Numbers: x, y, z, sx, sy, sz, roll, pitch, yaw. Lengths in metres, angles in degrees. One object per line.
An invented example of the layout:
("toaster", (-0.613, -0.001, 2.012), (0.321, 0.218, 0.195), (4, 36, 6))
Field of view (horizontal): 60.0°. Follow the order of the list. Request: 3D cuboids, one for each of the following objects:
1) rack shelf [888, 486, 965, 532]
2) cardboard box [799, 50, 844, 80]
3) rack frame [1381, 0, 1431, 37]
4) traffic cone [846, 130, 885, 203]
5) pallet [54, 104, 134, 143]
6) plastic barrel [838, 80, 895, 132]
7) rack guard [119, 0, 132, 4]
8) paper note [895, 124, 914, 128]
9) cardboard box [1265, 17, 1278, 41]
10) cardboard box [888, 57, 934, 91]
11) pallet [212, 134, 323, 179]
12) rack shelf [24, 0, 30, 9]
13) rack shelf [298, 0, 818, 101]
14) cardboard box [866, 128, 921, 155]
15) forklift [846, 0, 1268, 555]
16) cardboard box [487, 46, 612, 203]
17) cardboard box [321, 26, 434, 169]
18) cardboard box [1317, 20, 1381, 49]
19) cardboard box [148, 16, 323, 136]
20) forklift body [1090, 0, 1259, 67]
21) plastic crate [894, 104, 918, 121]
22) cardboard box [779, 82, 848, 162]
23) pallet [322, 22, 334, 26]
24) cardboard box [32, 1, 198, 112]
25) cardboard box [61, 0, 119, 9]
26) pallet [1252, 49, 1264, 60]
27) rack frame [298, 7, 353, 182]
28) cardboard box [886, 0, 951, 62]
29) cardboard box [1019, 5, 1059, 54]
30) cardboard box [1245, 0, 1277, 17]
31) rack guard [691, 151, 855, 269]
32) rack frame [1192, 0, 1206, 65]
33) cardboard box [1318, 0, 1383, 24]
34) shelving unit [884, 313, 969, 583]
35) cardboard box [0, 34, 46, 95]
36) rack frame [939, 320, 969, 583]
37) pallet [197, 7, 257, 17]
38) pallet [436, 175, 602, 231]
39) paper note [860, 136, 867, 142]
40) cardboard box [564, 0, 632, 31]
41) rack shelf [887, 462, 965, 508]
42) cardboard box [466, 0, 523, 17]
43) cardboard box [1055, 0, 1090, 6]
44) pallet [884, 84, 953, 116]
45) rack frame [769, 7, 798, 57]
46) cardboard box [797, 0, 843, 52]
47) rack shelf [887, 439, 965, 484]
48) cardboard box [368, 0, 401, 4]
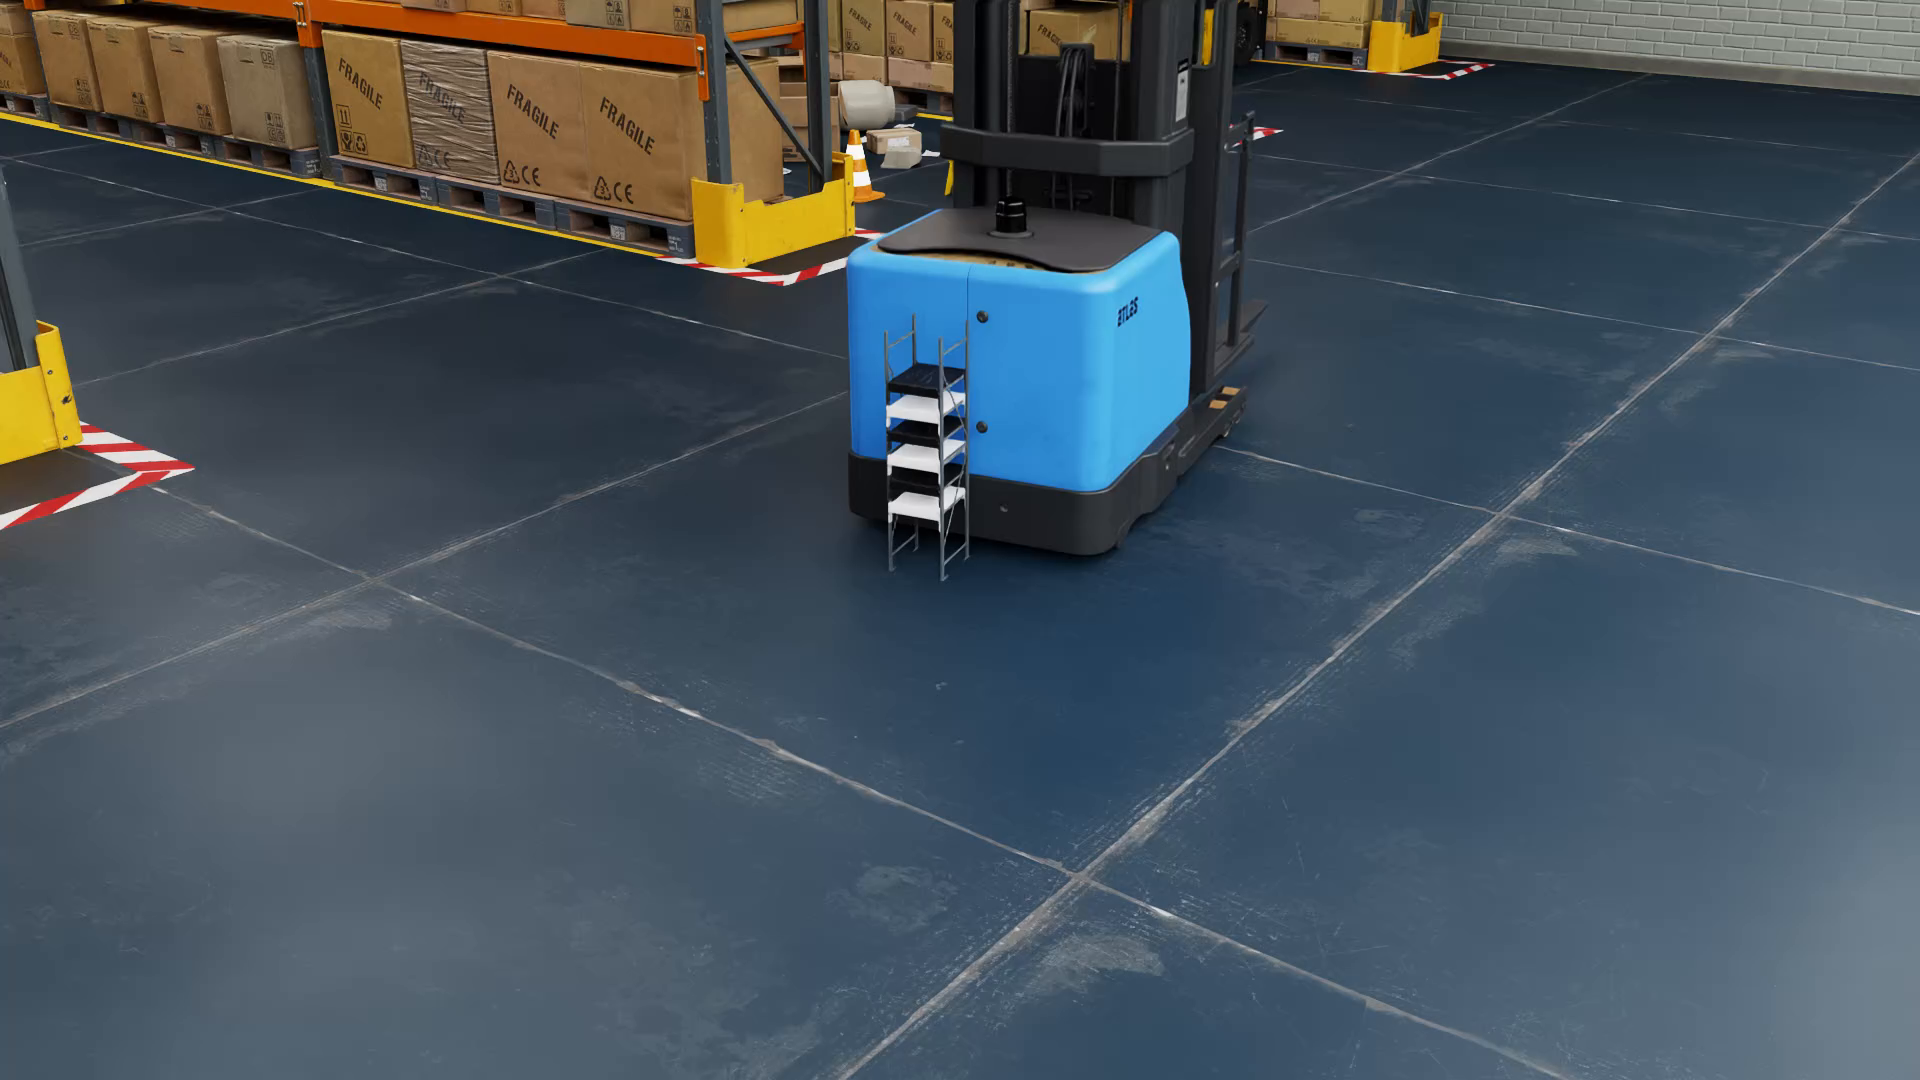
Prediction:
("rack shelf", (-0.111, -0.127, 5.950), (0.200, 0.077, 0.258), (10, 26, 22))
("cardboard box", (-1.161, -4.508, 15.650), (0.500, 0.250, 0.500), (15, 28, 31))
("rack frame", (4.704, -6.439, 17.143), (0.127, 3.000, 1.000), (17, 29, 33))
("traffic cone", (-0.731, -2.640, 11.669), (0.334, 0.463, 0.336), (17, 29, 33))
("pallet", (-6.974, -3.658, 14.291), (1.213, 0.211, 1.003), (17, 29, 33))
("plastic barrel", (-0.831, -3.668, 14.050), (0.512, 0.421, 0.421), (-5, 24, -12))
("rack guard", (-11.092, -7.567, 22.805), (0.348, 0.500, 1.175), (17, 29, 33))
("paper note", (-0.479, -3.573, 14.322), (0.148, 0.019, 0.142), (7, 25, 15))
("cardboard box", (3.351, -5.631, 18.200), (0.500, 0.250, 0.500), (17, 29, 34))
("cardboard box", (-0.301, -4.255, 15.076), (0.500, 0.250, 0.500), (16, 29, 33))
("pallet", (-5.021, -3.068, 12.952), (1.213, 0.211, 1.003), (17, 29, 33))
("rack shelf", (-9.160, -5.304, 15.459), (4.000, 0.370, 1.077), (17, 29, 33))
("rack shelf", (-2.758, -3.369, 11.069), (4.000, 0.370, 1.077), (17, 29, 33))
("cardboard box", (-0.530, -3.197, 13.321), (0.380, 0.149, 0.250), (-10, 26, -21))
("forklift", (0.639, -1.850, 6.814), (1.130, 2.935, 3.031), (10, 26, 22))
("cardboard box", (-2.445, -2.789, 10.975), (0.875, 0.875, 0.875), (16, 29, 32))
("cardboard box", (-3.897, -3.227, 11.969), (0.875, 0.875, 0.875), (17, 29, 34))
("cardboard box", (4.139, -5.384, 17.639), (0.500, 0.250, 0.500), (17, 29, 34))
("cardboard box", (-5.679, -3.700, 13.197), (0.750, 0.750, 1.050), (17, 29, 33))
("forklift body", (2.092, -5.920, 17.019), (1.214, 2.155, 2.313), (17, 29, 33))
("plastic crate", (-0.706, -3.823, 14.828), (0.583, 0.080, 0.402), (7, 25, 15))
("cardboard box", (-1.194, -3.302, 13.120), (0.637, 0.503, 0.797), (-1, 24, -3))
("pallet", (-7.210, -6.300, 20.286), (1.213, 0.211, 1.003), (17, 29, 33))
("cardboard box", (-7.126, -4.136, 14.185), (0.750, 0.750, 1.050), (16, 29, 33))
("cardboard box", (-7.966, -4.786, 15.040), (0.500, 0.250, 0.500), (15, 28, 31))
("pallet", (3.095, -5.629, 18.764), (1.213, 0.211, 1.003), (17, 29, 33))
("rack frame", (-4.359, -4.182, 12.021), (0.127, 3.000, 1.000), (17, 29, 33))
("cardboard box", (-0.311, -4.599, 14.927), (0.500, 0.500, 0.500), (19, 30, 36))
("cardboard box", (0.513, -4.348, 14.357), (0.500, 0.500, 0.500), (18, 30, 35))
("cardboard box", (3.306, -5.861, 18.101), (0.500, 0.250, 0.500), (16, 28, 32))
("rack guard", (-1.139, -2.065, 10.317), (0.348, 0.500, 1.175), (17, 29, 33))
("rack frame", (1.730, -4.836, 13.506), (0.127, 3.000, 1.000), (17, 29, 33))
("cardboard box", (4.127, -5.618, 17.550), (0.500, 0.250, 0.500), (16, 29, 33))
("shelving unit", (-0.112, -0.322, 5.863), (0.210, 0.900, 0.258), (10, 26, 22))
("cardboard box", (-8.243, -4.272, 14.806), (0.500, 0.500, 0.500), (17, 29, 33))
("rack frame", (-0.019, -0.305, 5.825), (0.006, 0.900, 0.240), (10, 26, 22))
("pallet", (-9.414, -6.966, 21.798), (1.213, 0.211, 1.003), (17, 29, 33))
("pallet", (-2.817, -2.402, 11.440), (1.213, 0.211, 1.003), (17, 29, 33))
("paper note", (-0.810, -3.312, 13.744), (0.148, 0.019, 0.142), (-15, 28, -30))
("cardboard box", (-1.935, -3.484, 10.252), (0.550, 0.550, 0.875), (17, 29, 33))
("rack shelf", (-0.112, -0.209, 5.913), (0.200, 0.077, 0.258), (10, 26, 22))
("cardboard box", (-2.757, -3.775, 10.912), (0.500, 0.550, 0.875), (17, 29, 33))
("cardboard box", (0.810, -4.528, 14.766), (0.500, 0.500, 0.500), (16, 28, 31))
("pallet", (0.068, -4.082, 15.252), (1.213, 0.211, 1.003), (17, 29, 33))
("rack frame", (-1.471, -5.803, 15.701), (0.127, 3.000, 1.000), (17, 29, 33))
("cardboard box", (-1.161, -4.851, 15.498), (0.500, 0.500, 0.500), (18, 30, 36))
("rack shelf", (-0.112, -0.291, 5.877), (0.200, 0.077, 0.258), (10, 26, 22))
("cardboard box", (-3.603, -4.040, 11.512), (0.550, 0.550, 0.875), (17, 29, 33))
